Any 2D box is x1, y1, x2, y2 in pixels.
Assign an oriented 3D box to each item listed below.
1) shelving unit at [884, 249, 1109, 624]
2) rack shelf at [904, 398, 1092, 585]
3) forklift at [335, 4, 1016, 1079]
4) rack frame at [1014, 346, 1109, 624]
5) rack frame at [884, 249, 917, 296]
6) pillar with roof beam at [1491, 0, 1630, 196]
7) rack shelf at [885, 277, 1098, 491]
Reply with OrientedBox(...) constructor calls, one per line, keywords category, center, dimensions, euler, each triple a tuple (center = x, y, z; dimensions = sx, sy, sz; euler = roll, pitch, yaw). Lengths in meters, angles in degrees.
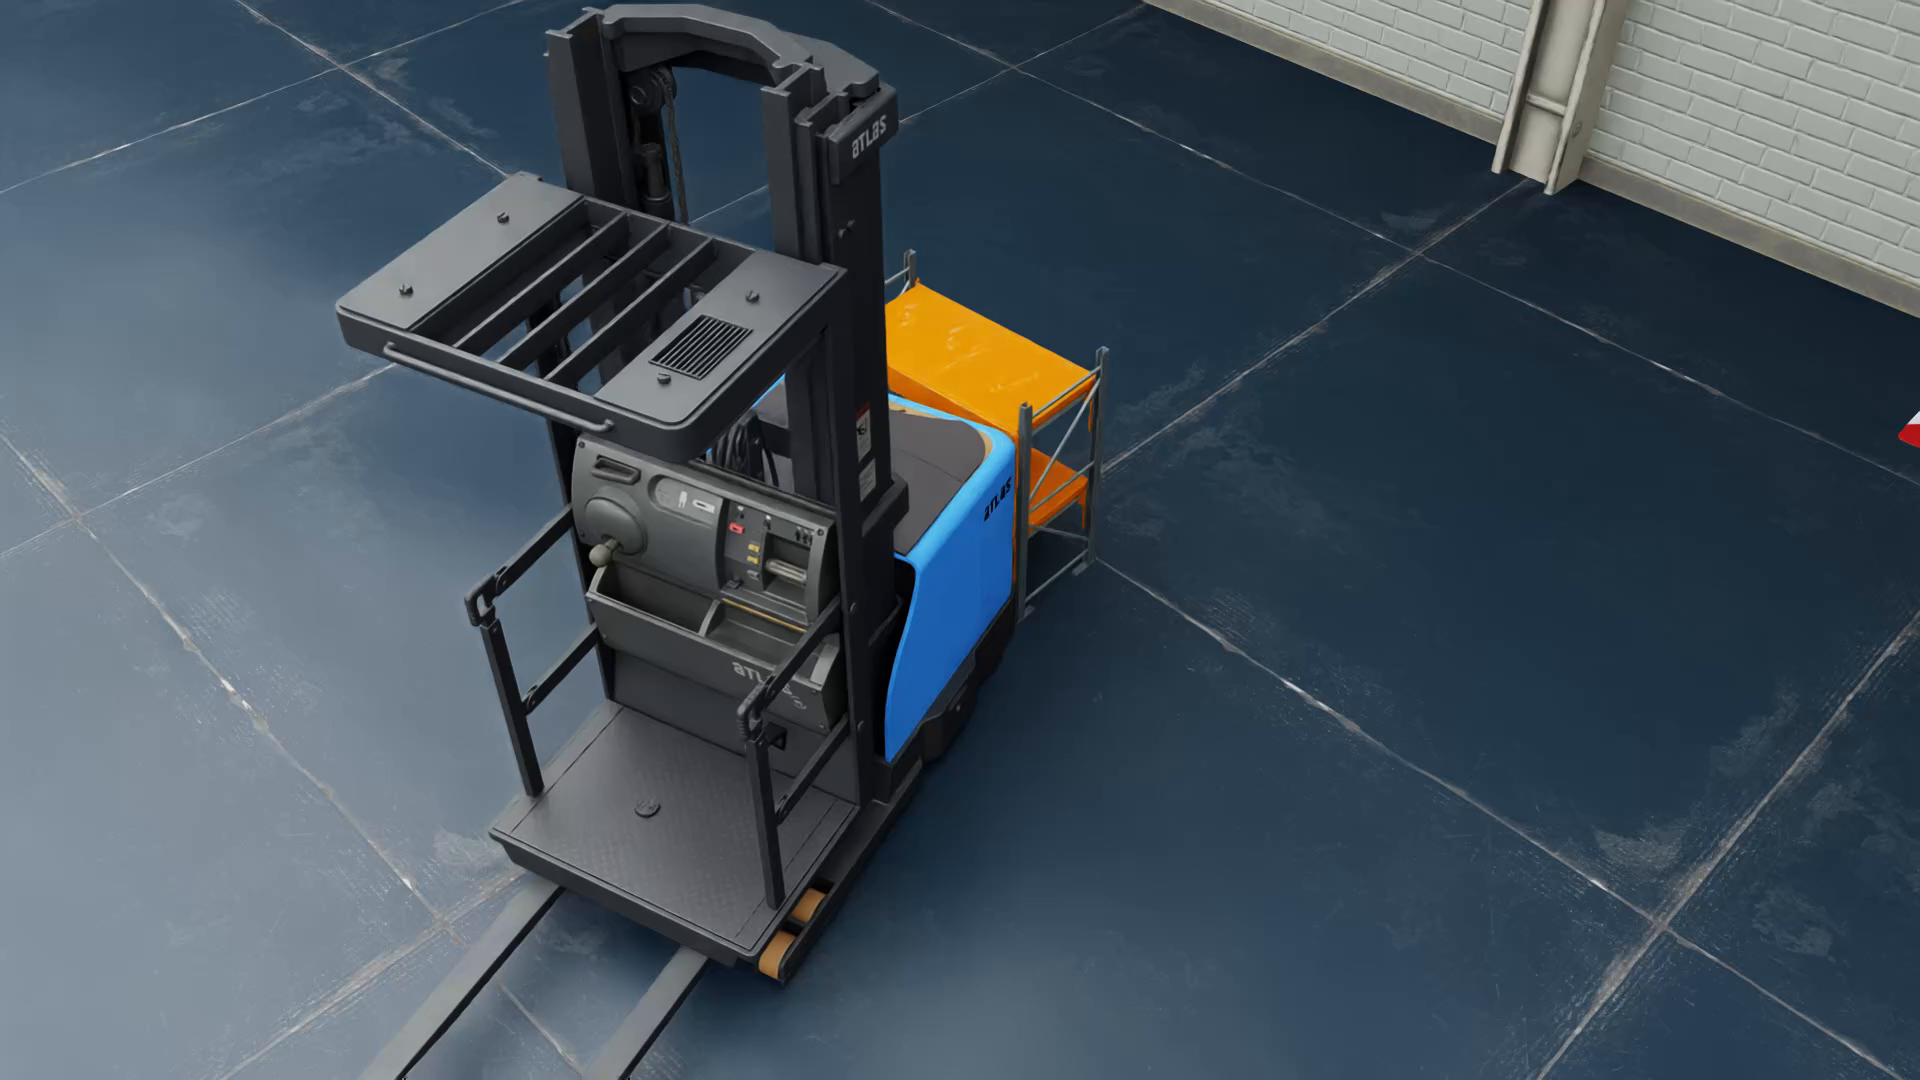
OrientedBox(category="shelving unit", center=(0.018, -0.431, 6.887), dimensions=(1.048, 1.125, 0.538), euler=(31, 51, 29))
OrientedBox(category="rack shelf", center=(0.018, -0.251, 7.053), dimensions=(1.000, 0.278, 0.538), euler=(31, 51, 29))
OrientedBox(category="forklift", center=(-0.914, 0.058, 5.027), dimensions=(1.130, 2.935, 3.031), euler=(20, 46, 20))
OrientedBox(category="rack frame", center=(0.396, -0.200, 6.638), dimensions=(0.032, 1.125, 0.500), euler=(31, 51, 29))
OrientedBox(category="rack frame", center=(-0.360, -0.662, 7.137), dimensions=(0.032, 1.125, 0.500), euler=(31, 51, 29))
OrientedBox(category="pillar with roof beam", center=(0.246, -3.343, 4.237), dimensions=(9.100, 9.000, 0.400), euler=(-34, 53, -31))
OrientedBox(category="rack shelf", center=(0.018, -0.646, 6.689), dimensions=(1.000, 0.278, 0.538), euler=(31, 51, 29))
